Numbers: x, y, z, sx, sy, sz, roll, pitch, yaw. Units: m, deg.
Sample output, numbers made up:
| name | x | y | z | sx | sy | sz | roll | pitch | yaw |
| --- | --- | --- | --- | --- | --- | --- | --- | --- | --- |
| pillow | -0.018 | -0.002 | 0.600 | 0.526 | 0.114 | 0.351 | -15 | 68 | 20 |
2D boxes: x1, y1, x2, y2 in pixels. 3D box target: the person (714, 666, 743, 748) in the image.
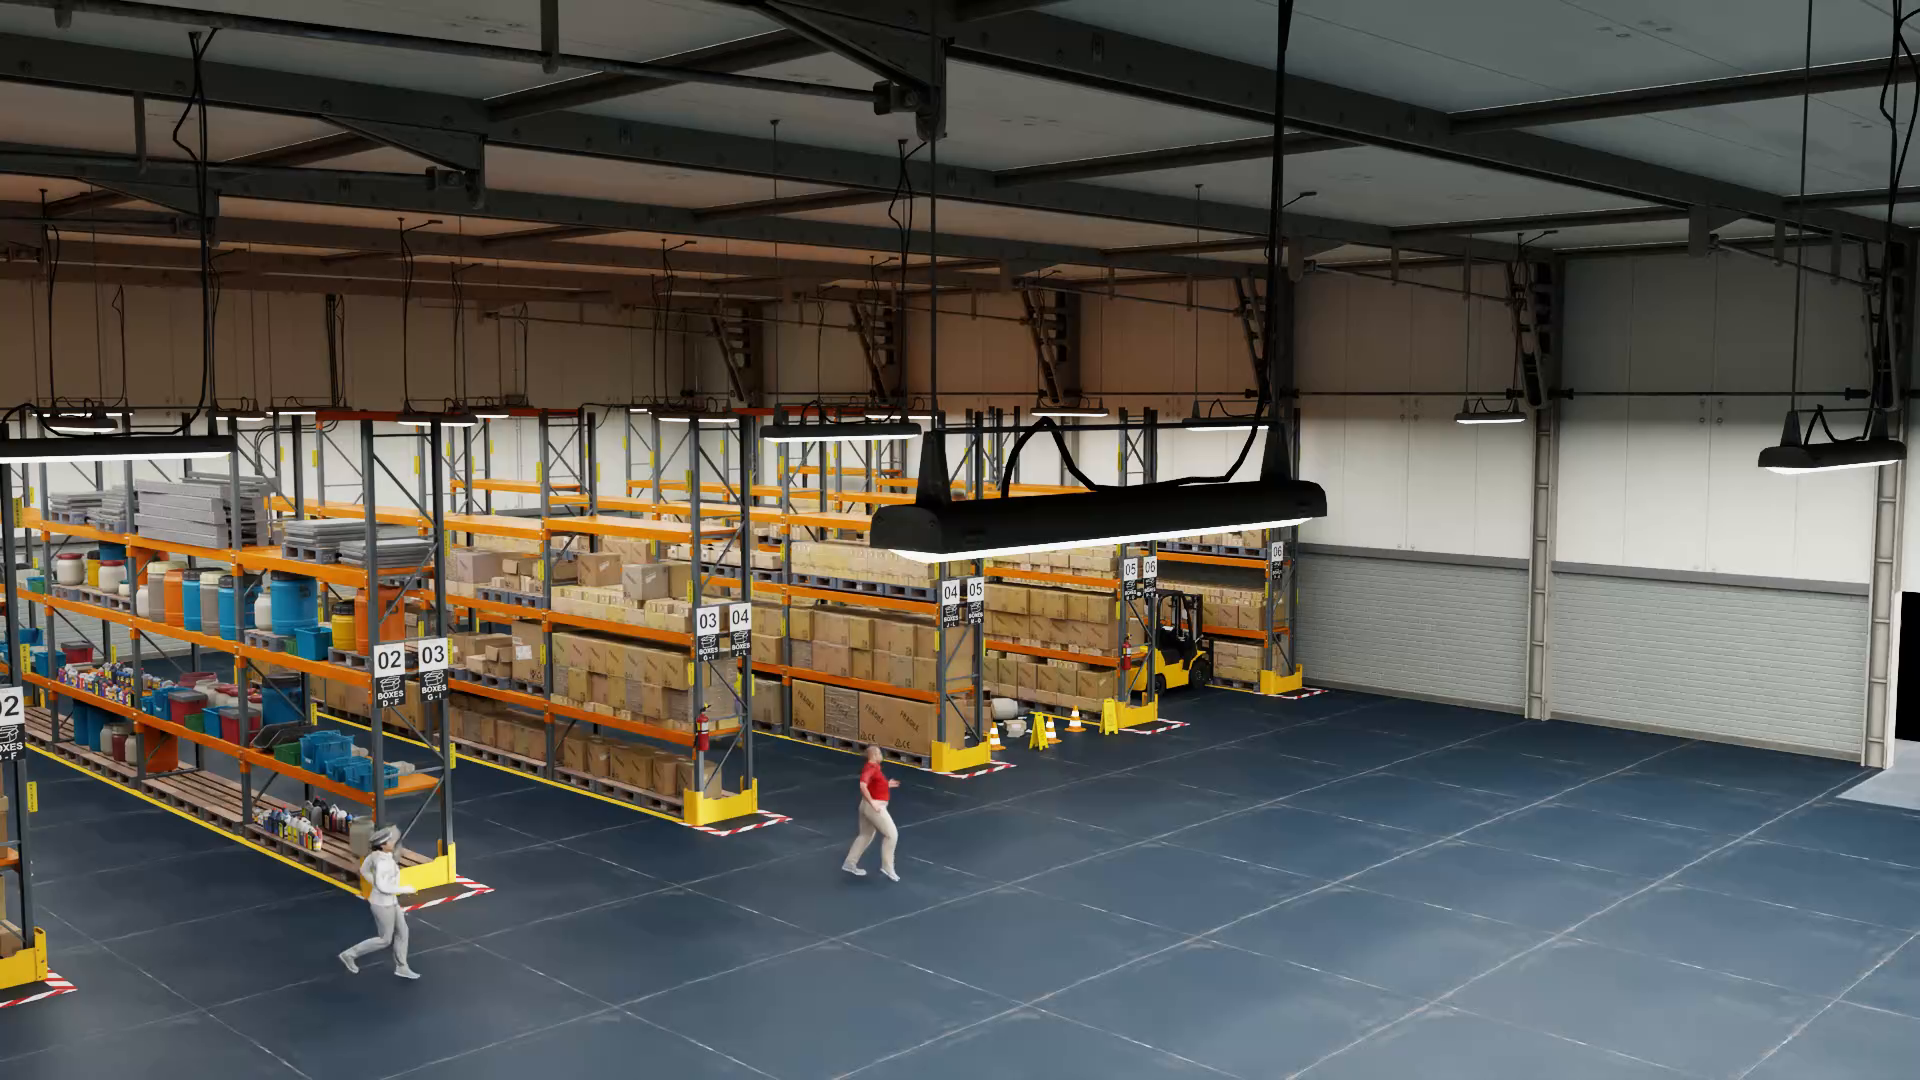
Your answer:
| name | x | y | z | sx | sy | sz | roll | pitch | yaw |
| --- | --- | --- | --- | --- | --- | --- | --- | --- | --- |
| person | -4.068 | 2.822 | 29.562 | 0.897 | 1.745 | 0.712 | 3 | 6 | 33 |

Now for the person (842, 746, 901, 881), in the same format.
| name | x | y | z | sx | sy | sz | roll | pitch | yaw |
| --- | --- | --- | --- | --- | --- | --- | --- | --- | --- |
| person | -1.130 | 3.571 | 21.636 | 0.796 | 1.799 | 0.642 | -2 | 5 | -22 |

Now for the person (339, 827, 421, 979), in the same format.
| name | x | y | z | sx | sy | sz | roll | pitch | yaw |
| --- | --- | --- | --- | --- | --- | --- | --- | --- | --- |
| person | -6.242 | 3.935 | 17.877 | 0.813 | 1.712 | 0.626 | -2 | 5 | -22 |

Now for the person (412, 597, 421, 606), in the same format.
| name | x | y | z | sx | sy | sz | roll | pitch | yaw |
| --- | --- | --- | --- | --- | --- | --- | --- | --- | --- |
| person | -12.384 | 2.136 | 37.696 | 0.784 | 1.779 | 0.766 | -3 | 6 | -32 |
